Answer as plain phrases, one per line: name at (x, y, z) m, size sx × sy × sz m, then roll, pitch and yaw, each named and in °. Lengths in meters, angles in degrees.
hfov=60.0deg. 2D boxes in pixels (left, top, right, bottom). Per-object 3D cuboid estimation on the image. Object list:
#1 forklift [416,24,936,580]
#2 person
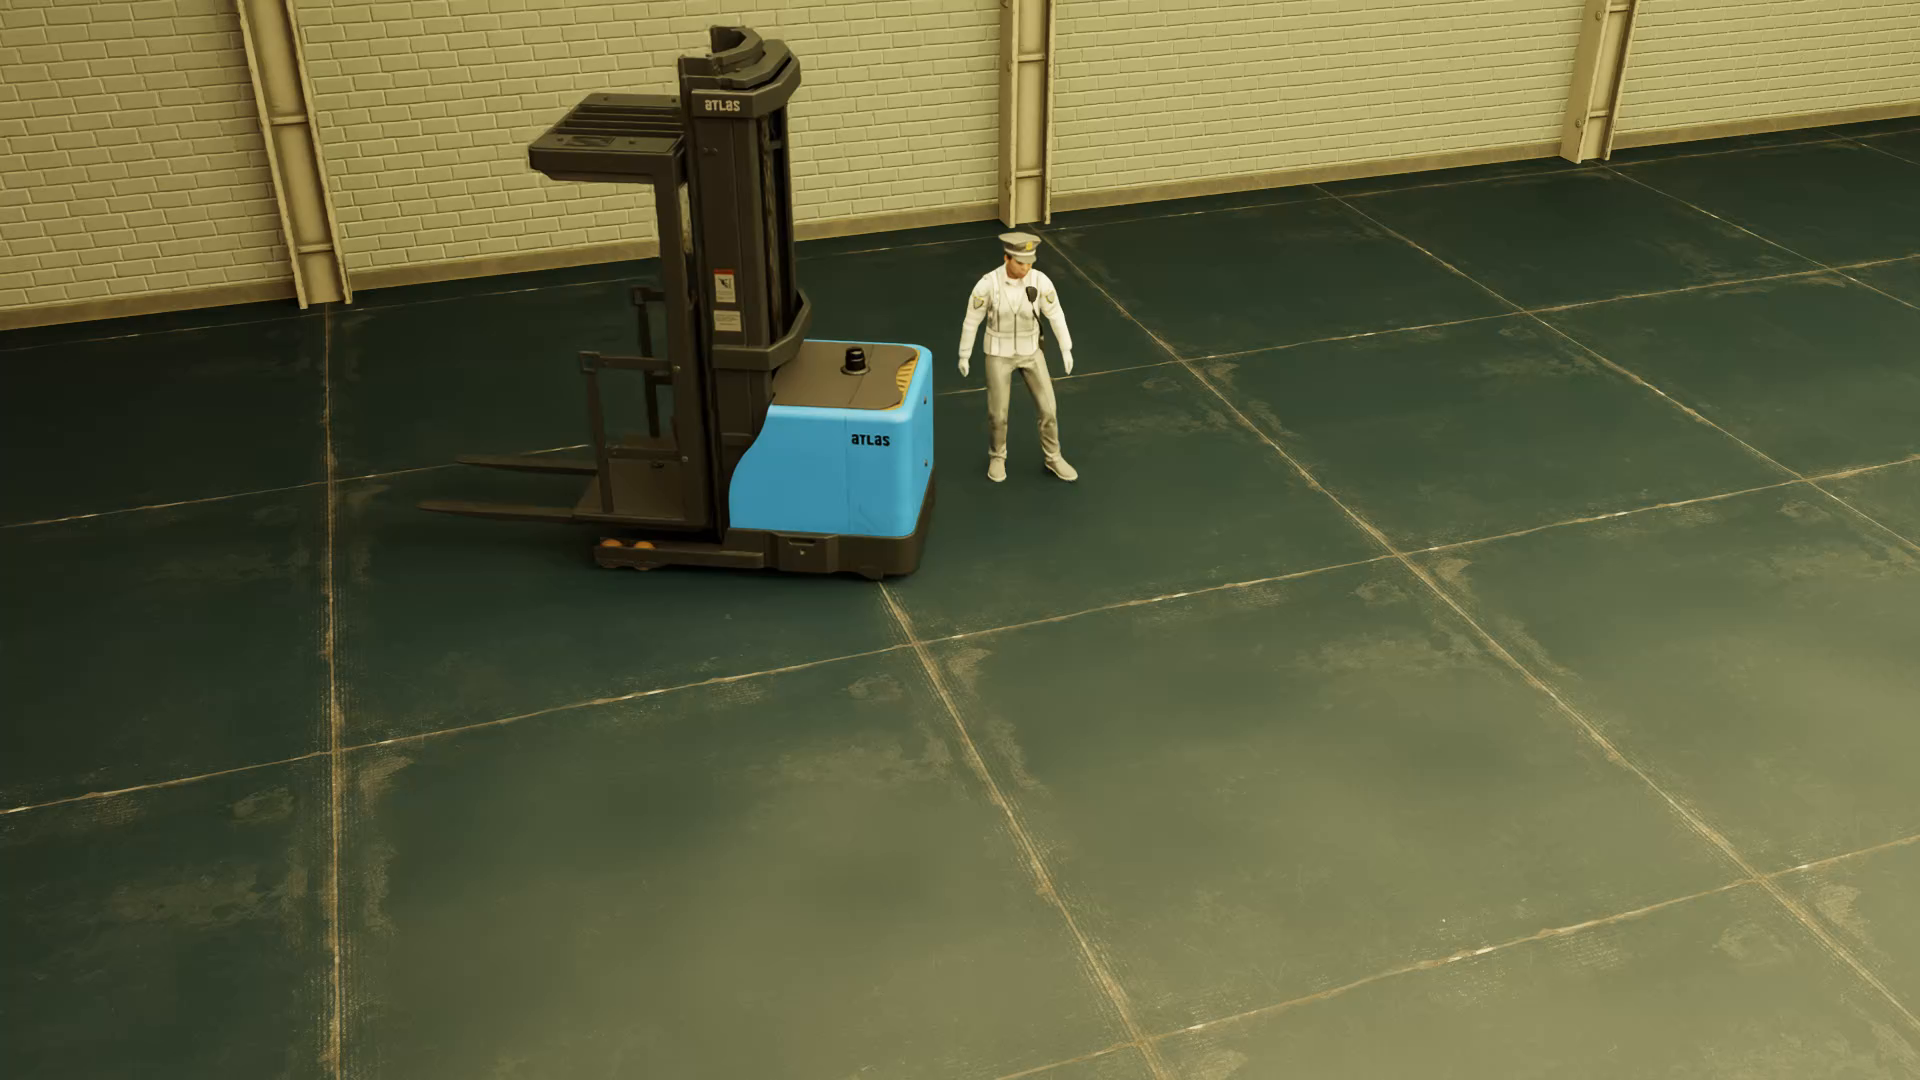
forklift at (-1.705, -1.350, 9.434) m, size 3.031 × 2.935 × 1.130 m, roll 3°, pitch 30°, yaw 6°
person at (0.369, -1.142, 10.376) m, size 0.753 × 1.640 × 0.365 m, roll -4°, pitch 30°, yaw -7°
